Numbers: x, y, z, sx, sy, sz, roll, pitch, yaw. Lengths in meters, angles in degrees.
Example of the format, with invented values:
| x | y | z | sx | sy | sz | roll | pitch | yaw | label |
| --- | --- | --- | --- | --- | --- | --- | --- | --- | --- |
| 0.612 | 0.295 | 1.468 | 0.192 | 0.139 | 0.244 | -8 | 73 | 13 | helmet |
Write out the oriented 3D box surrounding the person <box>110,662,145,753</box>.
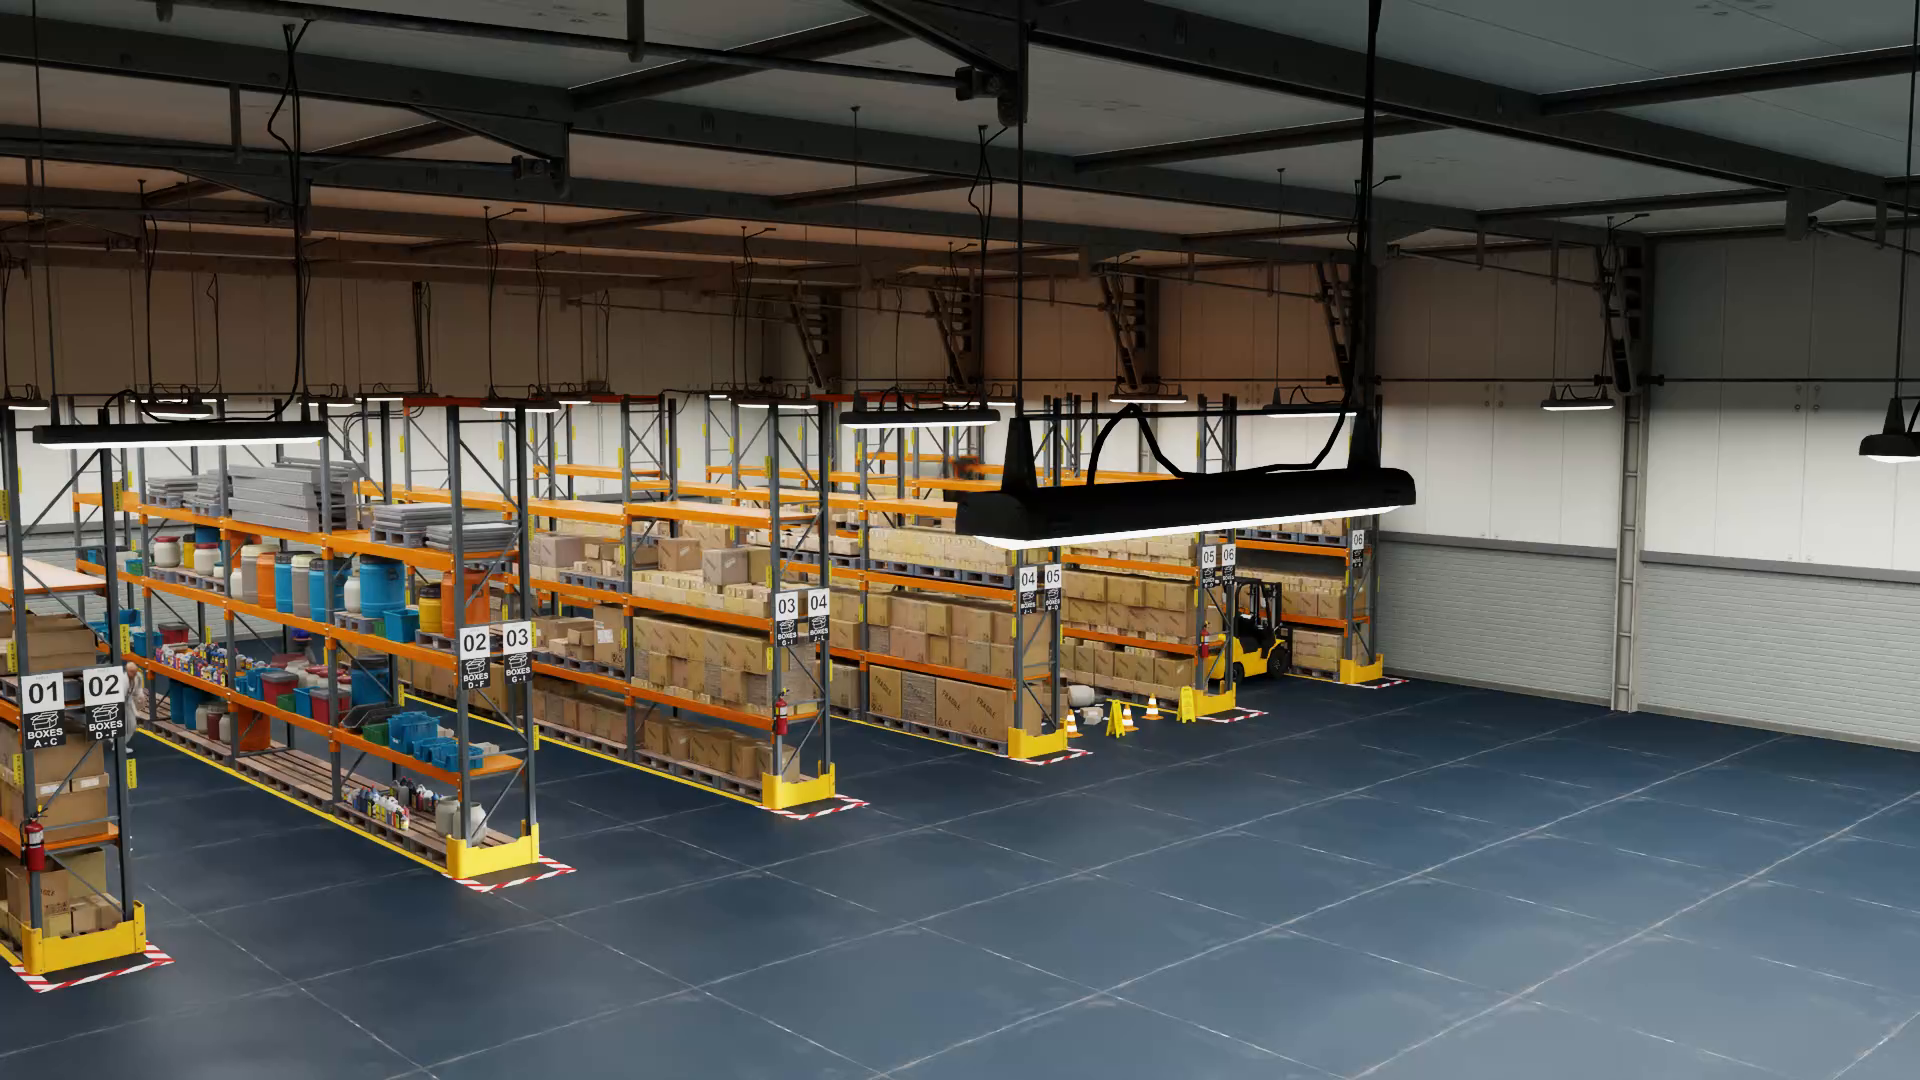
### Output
| x | y | z | sx | sy | sz | roll | pitch | yaw | label |
| --- | --- | --- | --- | --- | --- | --- | --- | --- | --- |
| -14.218 | 2.833 | 28.129 | 0.886 | 1.589 | 0.738 | 4 | 7 | 32 | person |

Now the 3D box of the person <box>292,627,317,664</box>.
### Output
| x | y | z | sx | sy | sz | roll | pitch | yaw | label |
| --- | --- | --- | --- | --- | --- | --- | --- | --- | --- |
| -13.500 | 2.247 | 34.081 | 0.961 | 1.626 | 0.588 | 3 | 6 | 31 | person |
